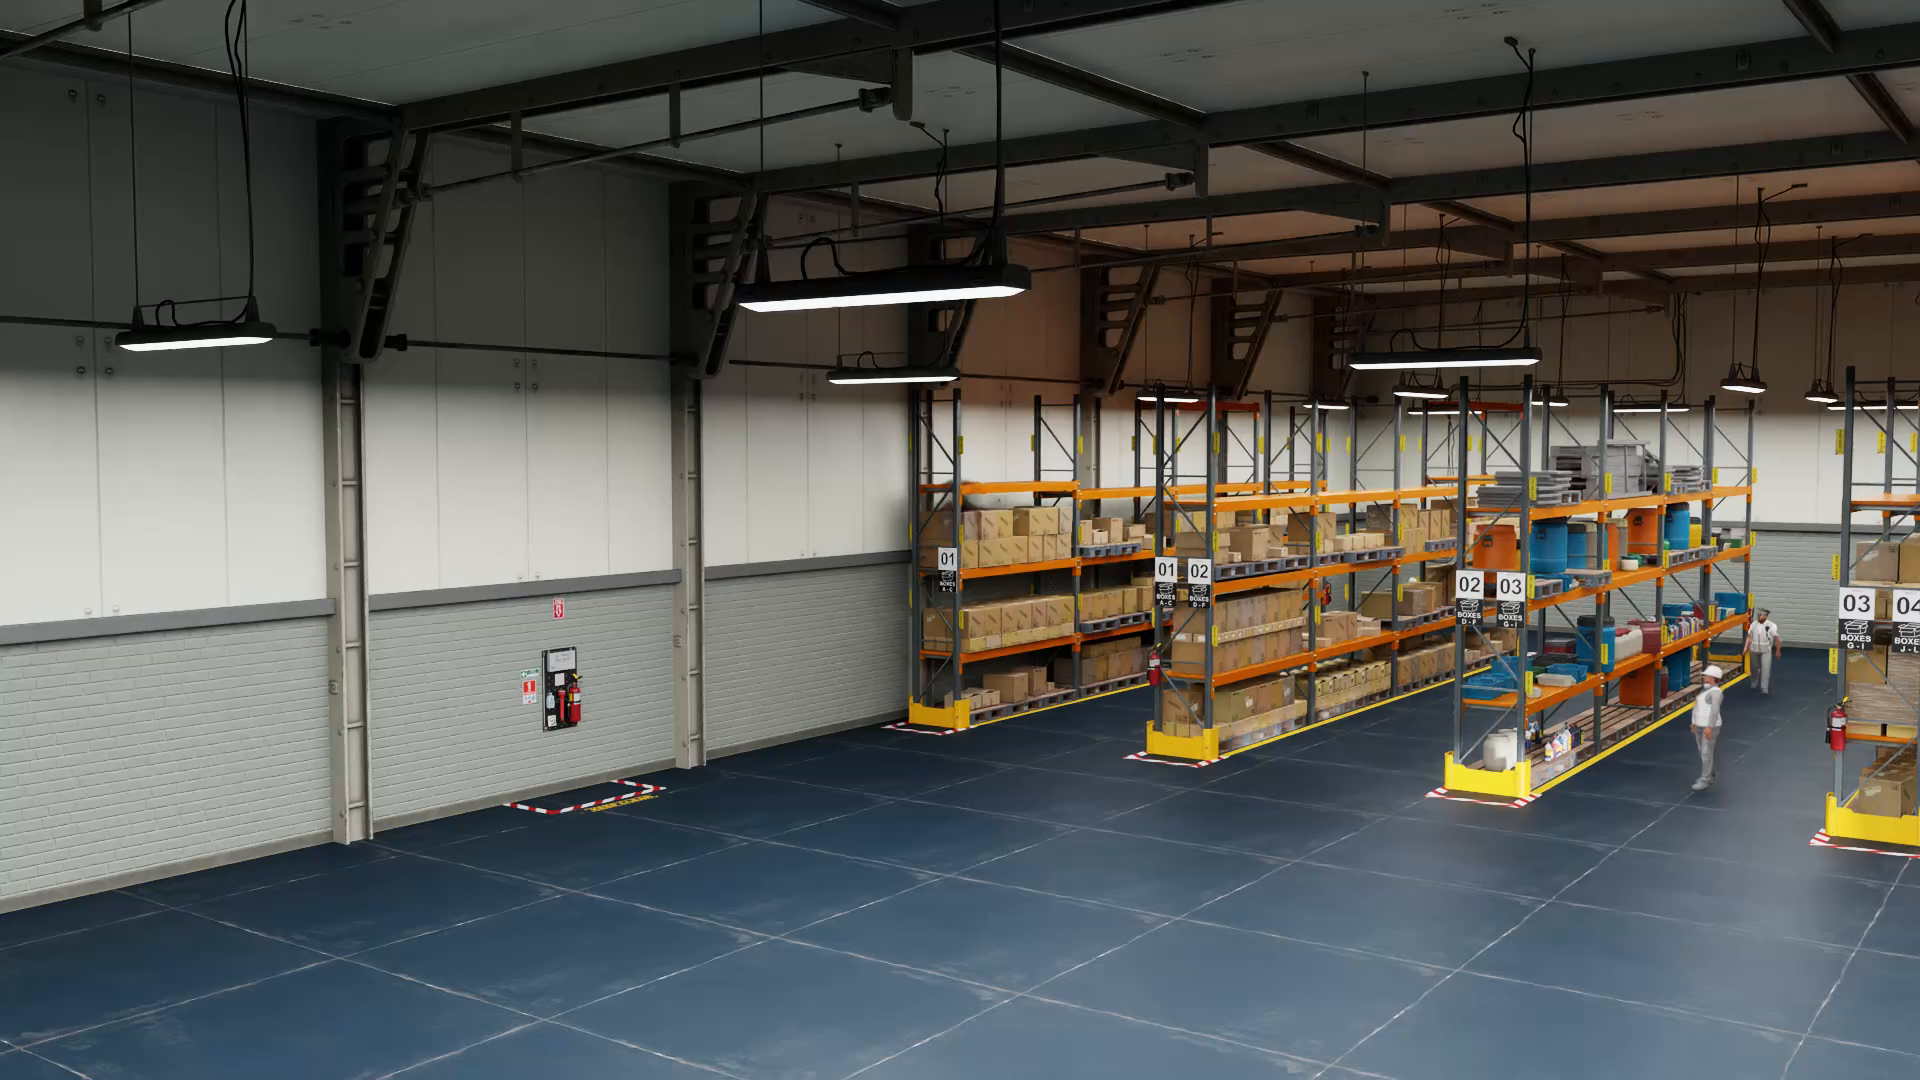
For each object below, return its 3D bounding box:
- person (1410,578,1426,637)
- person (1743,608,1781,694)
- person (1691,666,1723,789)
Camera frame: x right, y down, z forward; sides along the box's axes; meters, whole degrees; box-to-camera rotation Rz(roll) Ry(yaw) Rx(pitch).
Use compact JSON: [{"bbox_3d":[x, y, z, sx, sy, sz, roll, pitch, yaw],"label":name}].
[{"bbox_3d":[11.124,1.823,40.419,0.658,1.828,0.381,-1,3,-21],"label":"person"},{"bbox_3d":[16.194,2.218,33.582,0.691,1.720,1.033,2,4,27],"label":"person"},{"bbox_3d":[10.916,2.737,24.377,0.543,1.788,0.544,-1,3,-10],"label":"person"}]
